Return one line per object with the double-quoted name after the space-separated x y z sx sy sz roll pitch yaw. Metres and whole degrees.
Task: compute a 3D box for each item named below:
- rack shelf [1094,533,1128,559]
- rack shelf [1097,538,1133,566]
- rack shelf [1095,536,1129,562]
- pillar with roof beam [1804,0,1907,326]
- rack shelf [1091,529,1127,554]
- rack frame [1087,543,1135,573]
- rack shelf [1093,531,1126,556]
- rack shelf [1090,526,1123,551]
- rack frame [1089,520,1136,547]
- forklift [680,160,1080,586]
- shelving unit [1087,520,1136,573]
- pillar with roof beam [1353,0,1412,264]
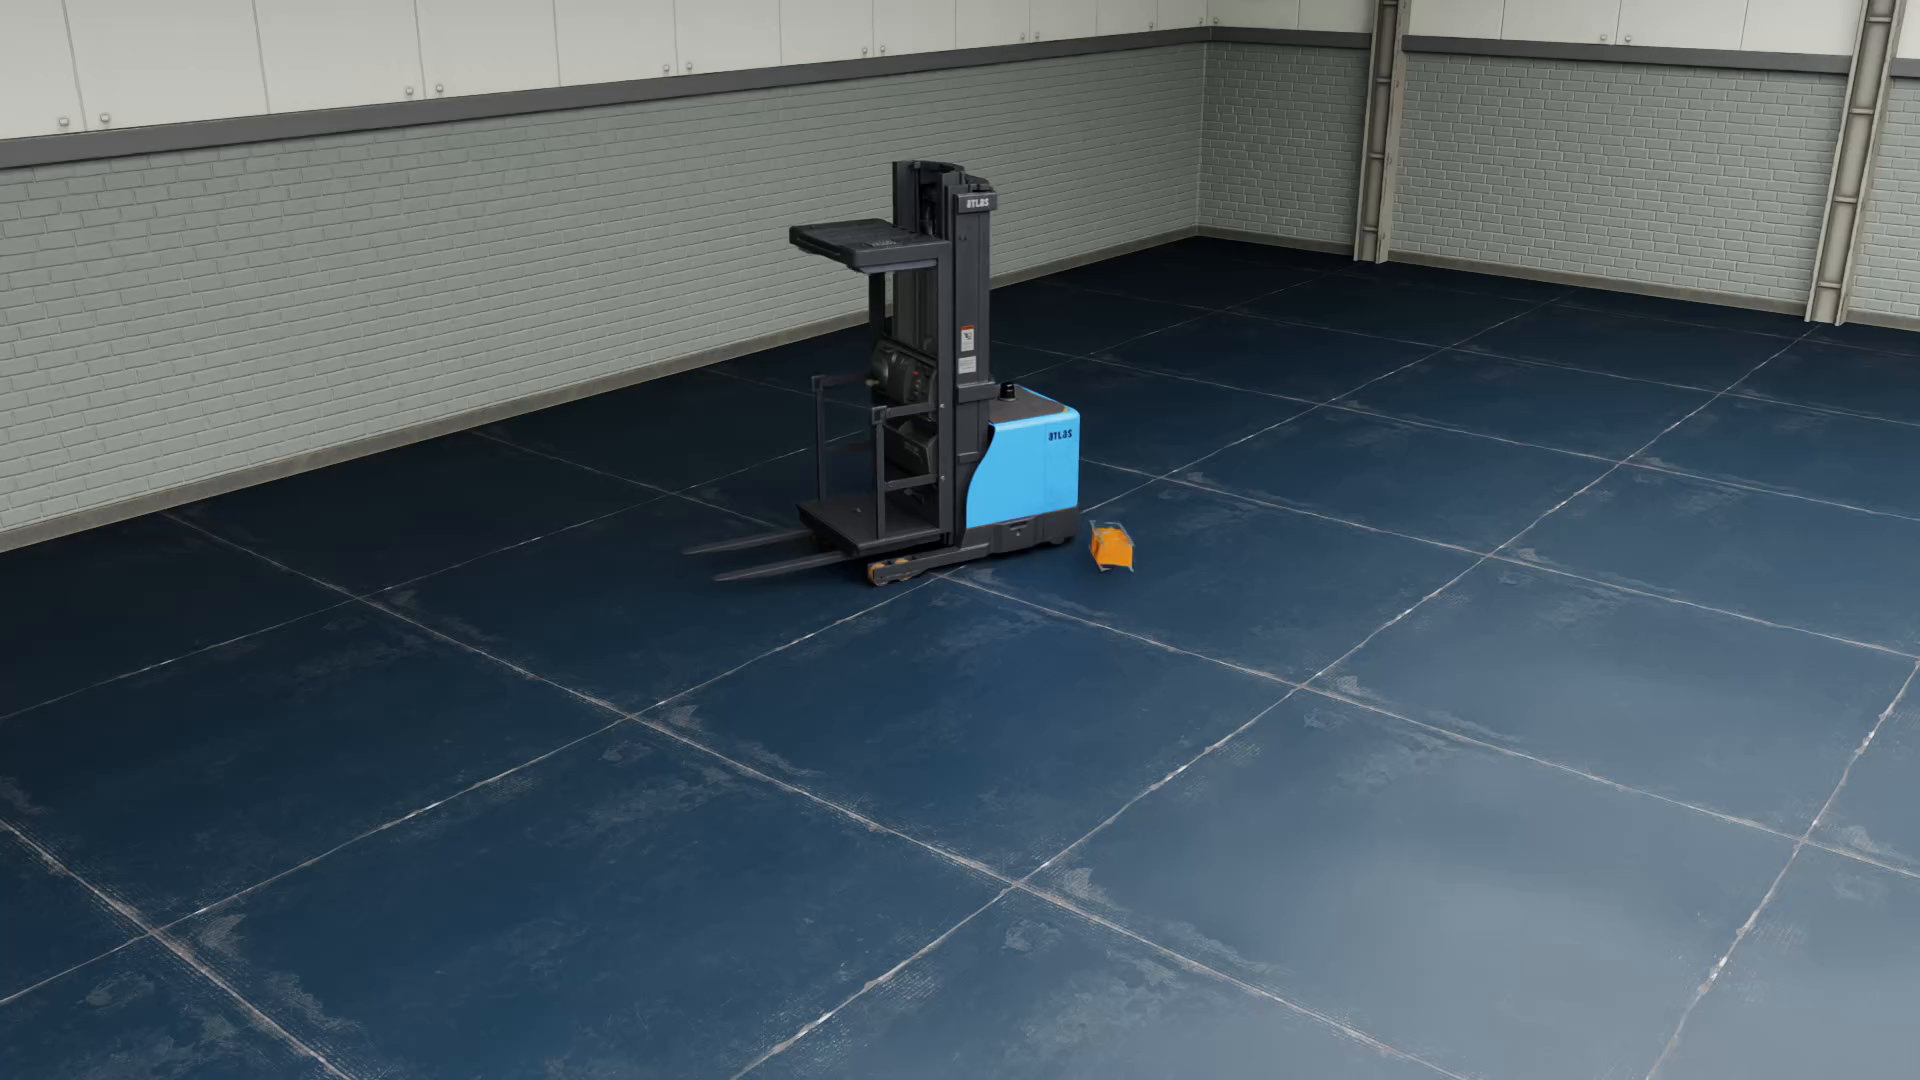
1.128 0.051 12.358 0.258 0.180 0.103 3 9 -1 "rack shelf"
1.130 0.090 12.121 0.258 0.180 0.103 3 9 -1 "rack shelf"
1.129 0.070 12.240 0.258 0.180 0.103 3 9 -1 "rack shelf"
7.798 -5.696 15.518 0.400 9.000 9.100 16 26 36 "pillar with roof beam"
1.126 0.013 12.595 0.258 0.180 0.103 3 9 -1 "rack shelf"
1.123 0.129 12.447 0.240 0.006 1.200 3 9 -1 "rack frame"
1.127 0.032 12.477 0.258 0.180 0.103 3 9 -1 "rack shelf"
1.125 -0.007 12.714 0.258 0.180 0.103 3 9 -1 "rack shelf"
1.132 -0.051 12.418 0.240 0.006 1.200 3 9 -1 "rack frame"
-0.599 -1.244 12.313 3.031 2.935 1.130 -12 24 -28 "forklift"
1.127 0.039 12.433 0.258 0.189 1.200 3 9 -1 "shelving unit"
3.149 -7.034 19.068 0.400 9.000 9.100 16 26 36 "pillar with roof beam"
